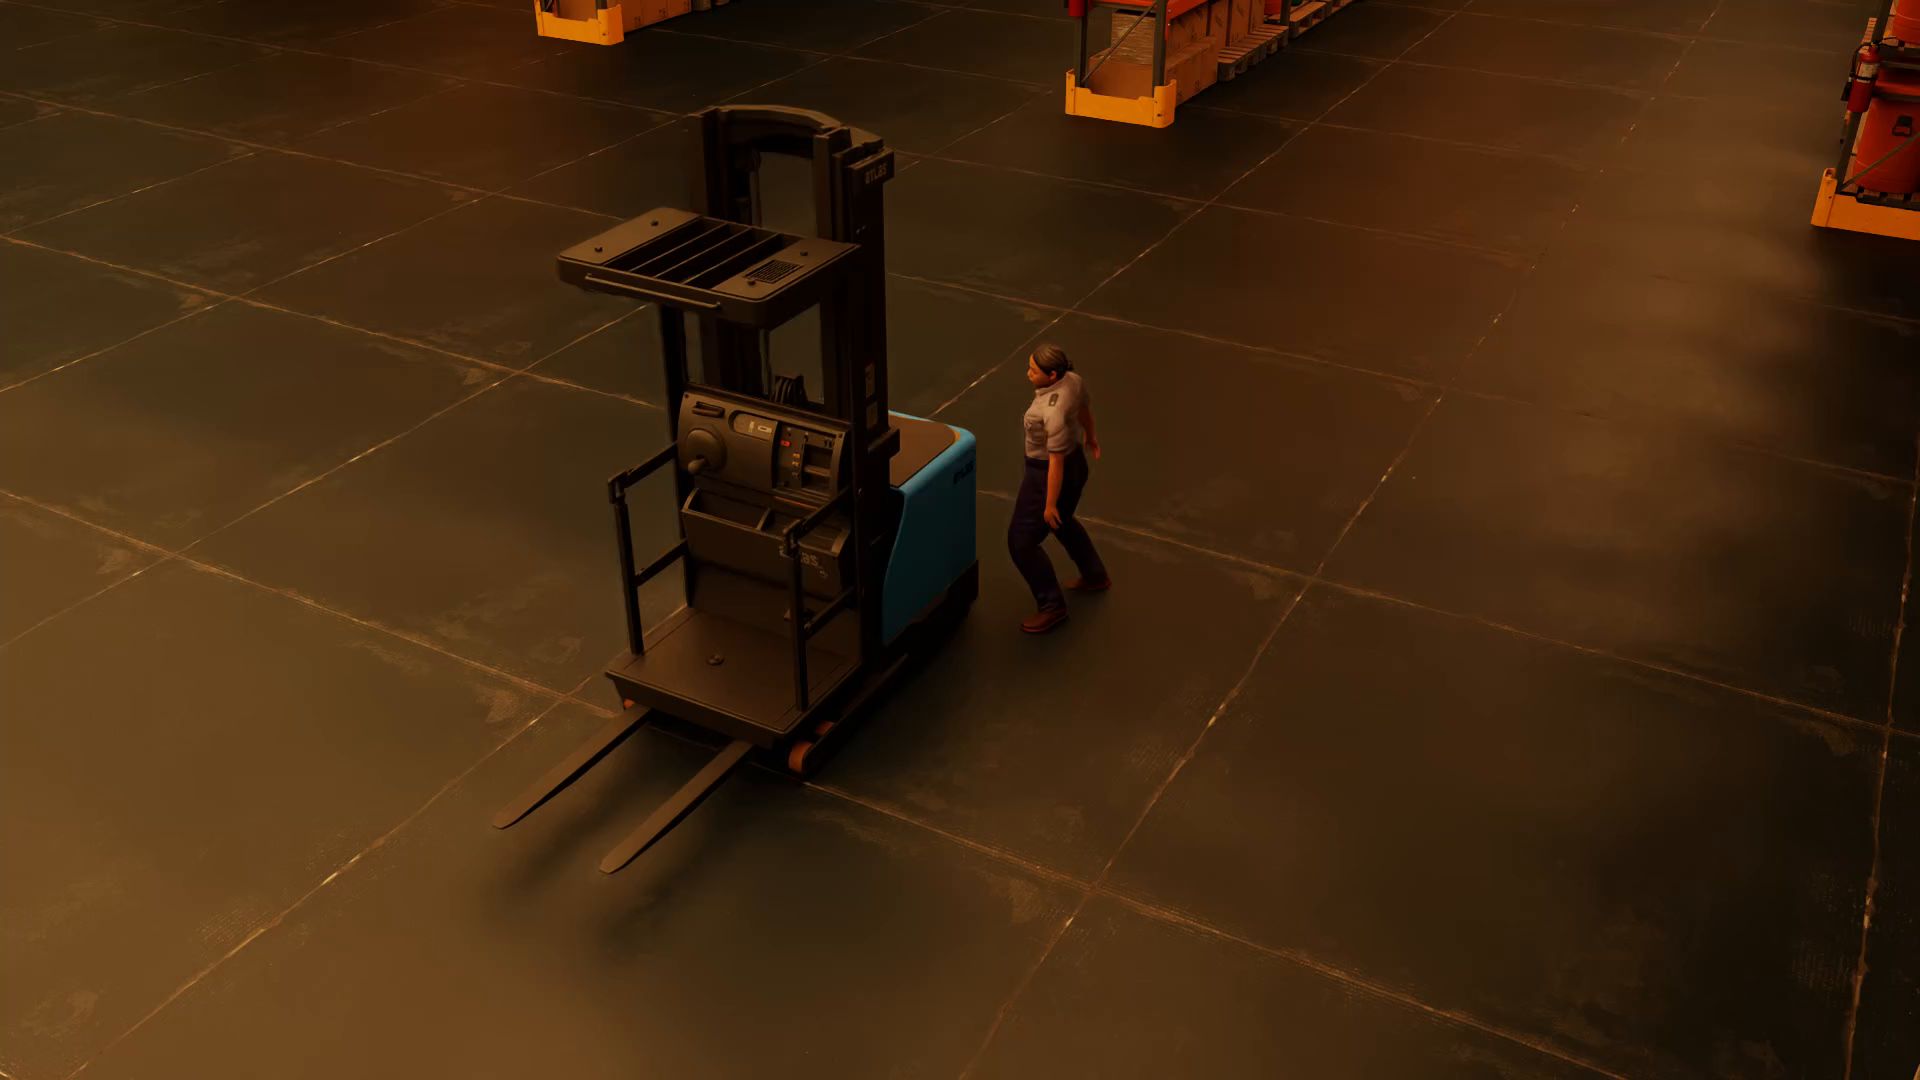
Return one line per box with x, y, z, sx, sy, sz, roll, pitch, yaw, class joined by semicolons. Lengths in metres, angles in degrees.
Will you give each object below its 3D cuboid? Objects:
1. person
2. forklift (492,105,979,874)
0.578;-0.336;9.057;0.476;1.631;0.840;11;32;18;person
-1.052;-0.395;7.754;1.130;2.935;3.031;16;33;25;forklift
